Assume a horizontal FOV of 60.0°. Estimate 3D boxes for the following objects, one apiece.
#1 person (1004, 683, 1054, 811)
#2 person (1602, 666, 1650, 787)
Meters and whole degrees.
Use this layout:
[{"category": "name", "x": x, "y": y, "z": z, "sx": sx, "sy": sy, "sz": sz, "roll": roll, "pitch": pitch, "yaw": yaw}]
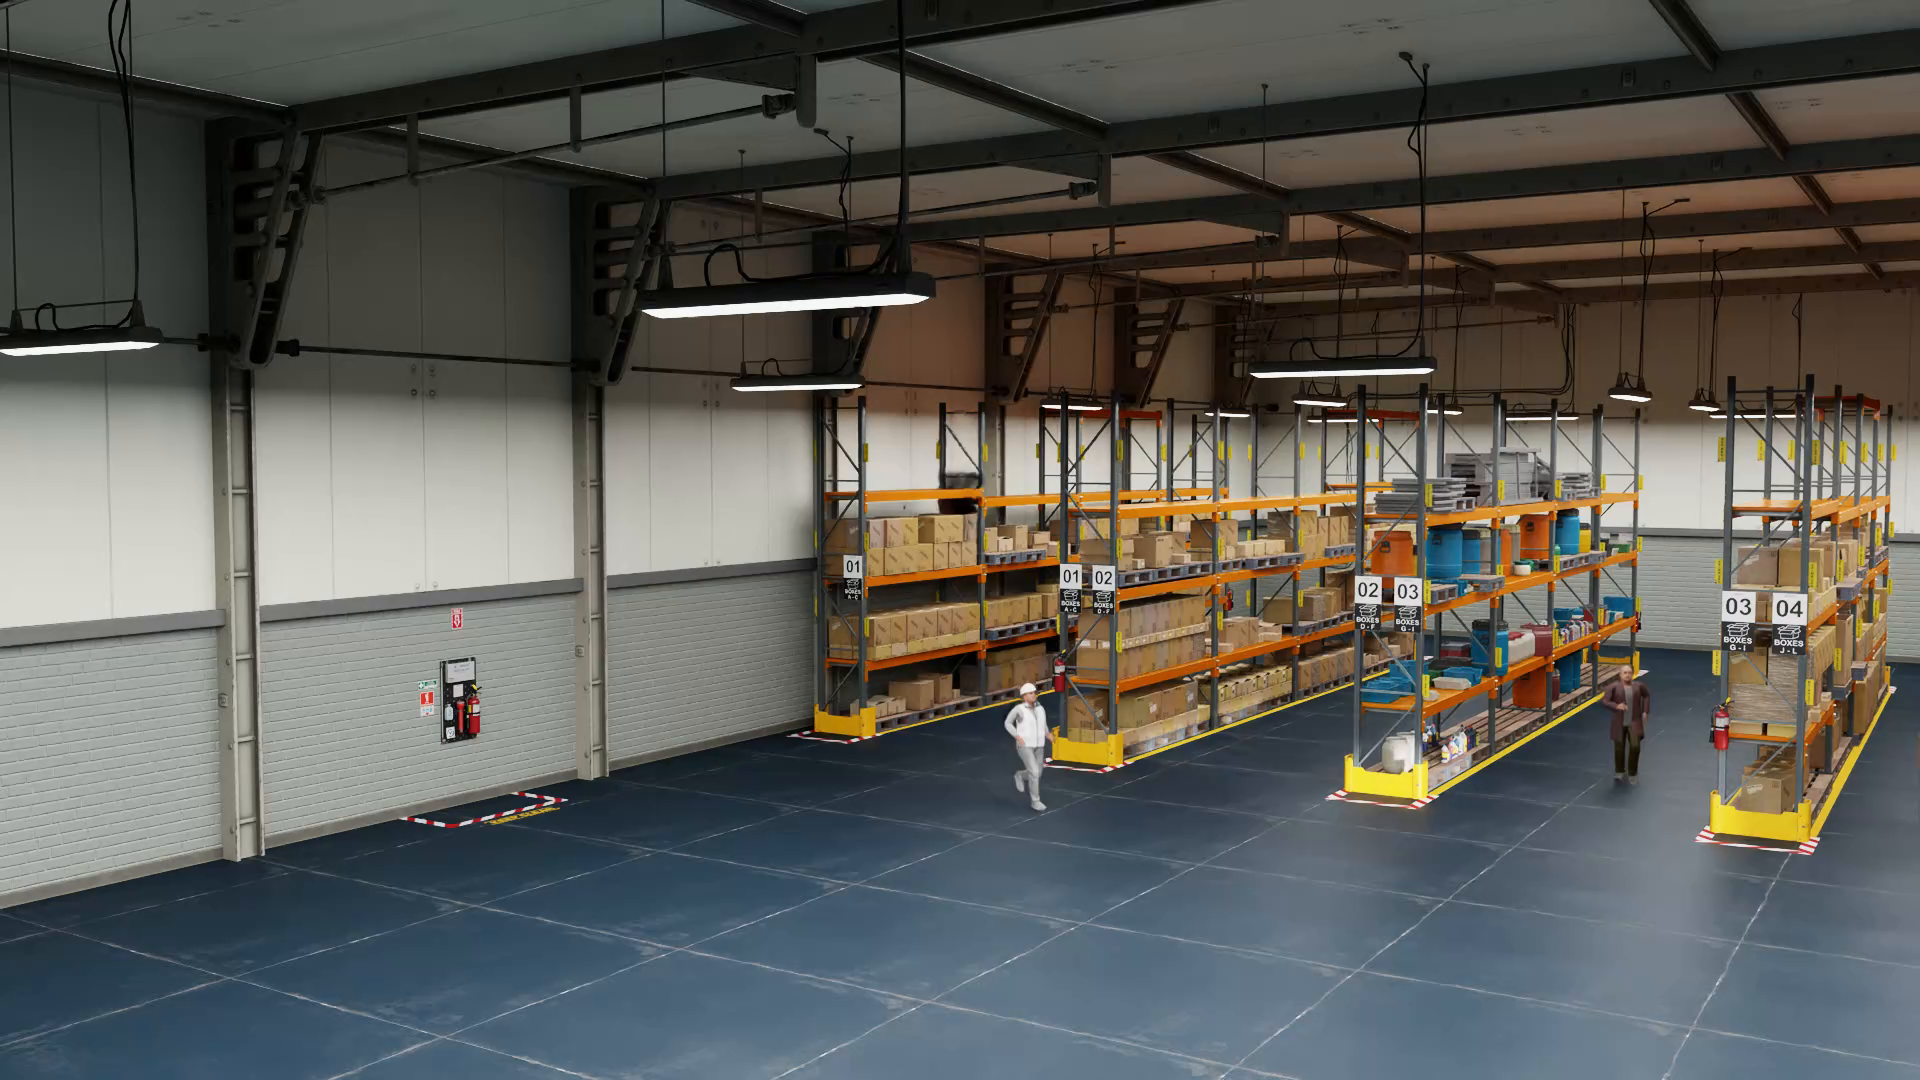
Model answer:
[{"category": "person", "x": 0.976, "y": 2.905, "z": 23.535, "sx": 0.662, "sy": 1.760, "sz": 0.768, "roll": -2, "pitch": 4, "yaw": -35}, {"category": "person", "x": 10.025, "y": 2.808, "z": 25.039, "sx": 0.699, "sy": 1.840, "sz": 0.812, "roll": 1, "pitch": 3, "yaw": 17}]
